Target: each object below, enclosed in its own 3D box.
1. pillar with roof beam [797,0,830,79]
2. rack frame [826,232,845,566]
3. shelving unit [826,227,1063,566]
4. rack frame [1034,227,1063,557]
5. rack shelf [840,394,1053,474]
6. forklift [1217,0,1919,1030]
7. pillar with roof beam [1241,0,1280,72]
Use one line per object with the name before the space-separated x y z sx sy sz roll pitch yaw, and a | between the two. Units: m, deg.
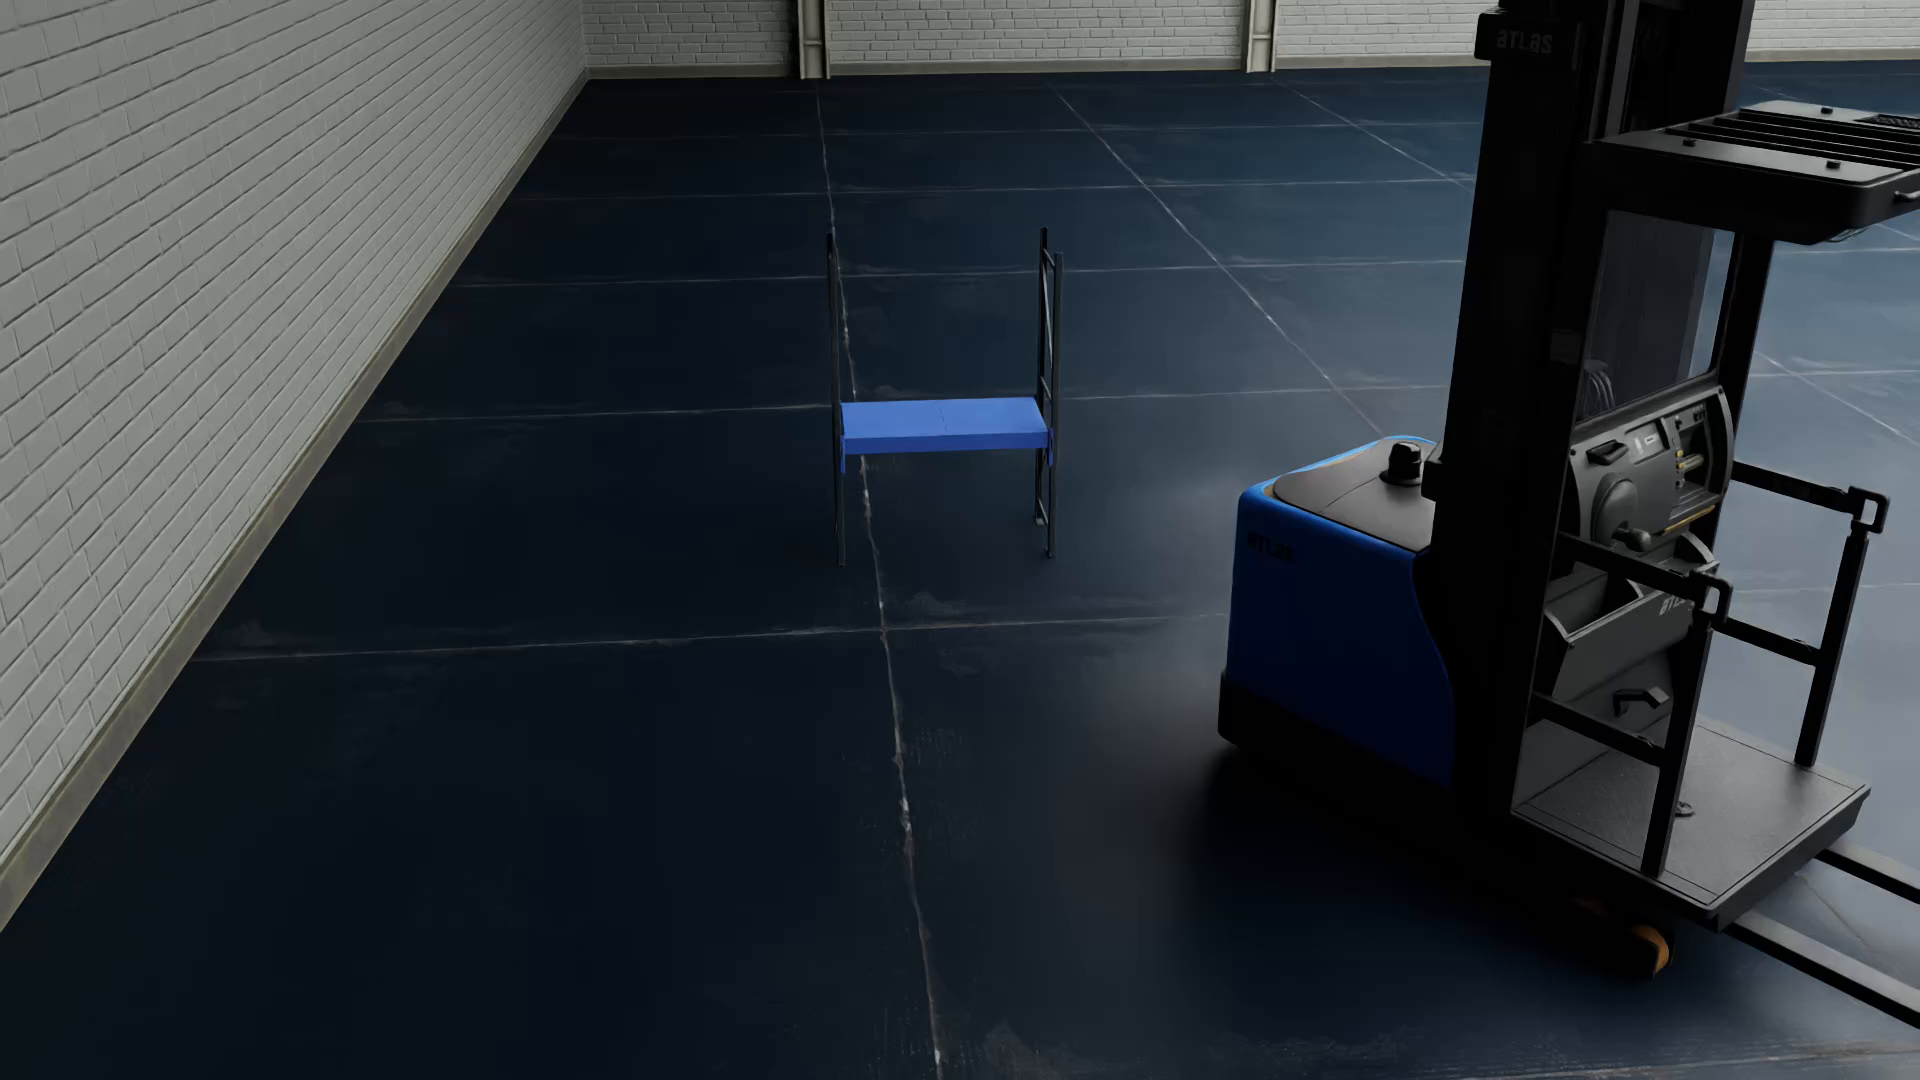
pillar with roof beam | -1.502 -8.517 16.333 0.400 9.000 9.100 -2 24 -5
rack frame | -0.591 -0.662 7.892 0.032 1.500 0.500 -2 24 -5
shelving unit | -0.085 -0.682 7.938 1.048 1.500 0.538 -2 24 -5
rack frame | 0.421 -0.702 7.983 0.032 1.500 0.500 -2 24 -5
rack shelf | -0.085 -0.518 8.011 1.000 0.185 0.538 -2 24 -5
forklift | 2.322 -0.206 5.104 1.130 2.935 3.031 -19 30 -36
pillar with roof beam | 4.469 -8.757 16.872 0.400 9.000 9.100 -2 24 -5
